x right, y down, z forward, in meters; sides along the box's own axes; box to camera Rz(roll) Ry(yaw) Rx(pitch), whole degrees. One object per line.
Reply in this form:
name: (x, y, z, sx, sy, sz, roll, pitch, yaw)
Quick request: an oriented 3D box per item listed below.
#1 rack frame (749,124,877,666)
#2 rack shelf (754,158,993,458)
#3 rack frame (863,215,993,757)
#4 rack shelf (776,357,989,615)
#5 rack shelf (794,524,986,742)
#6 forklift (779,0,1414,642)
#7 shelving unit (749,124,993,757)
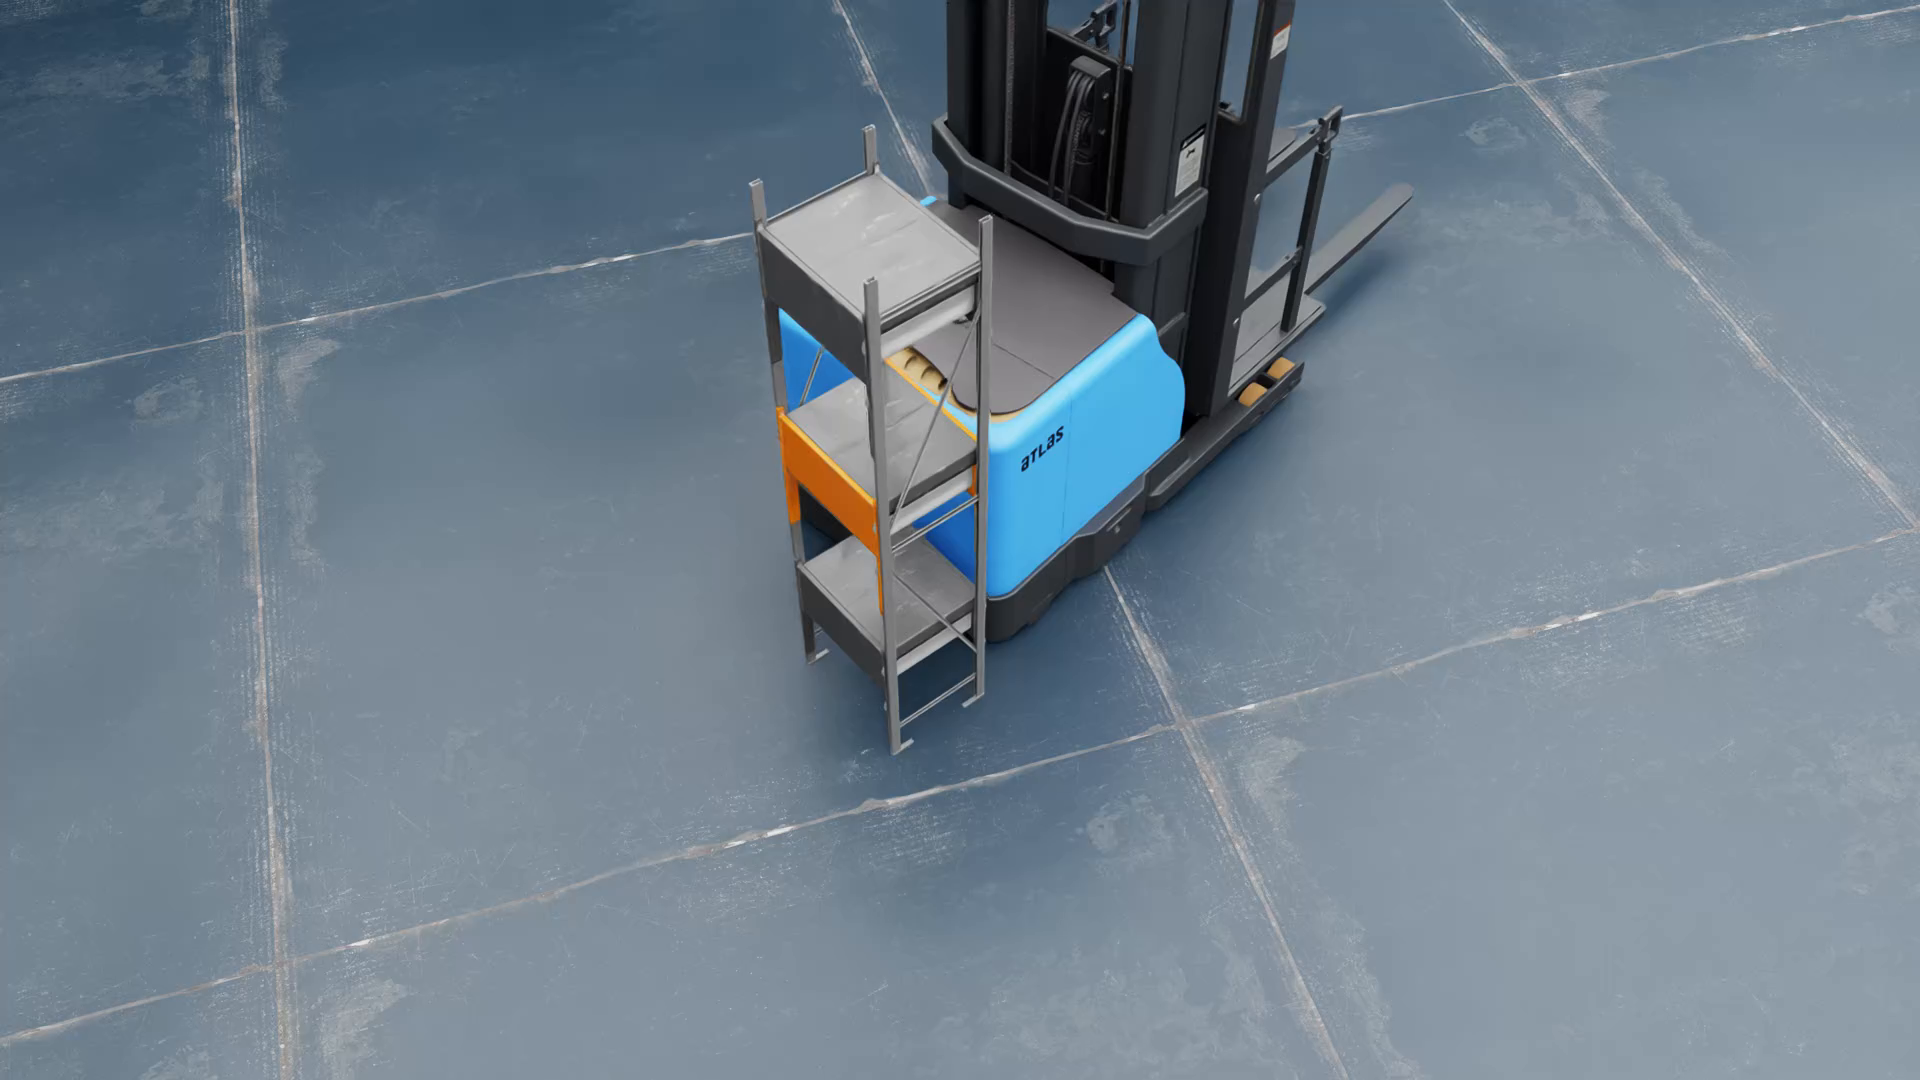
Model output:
rack frame: (-0.385, -0.332, 5.157, 0.400, 2.100, 0.015, -32, 57, -24)
rack shelf: (-0.230, -0.630, 4.510, 0.431, 0.518, 0.480, -32, 57, -24)
rack frame: (-0.076, -0.043, 4.913, 0.400, 2.100, 0.015, -32, 57, -24)
rack shelf: (-0.230, -0.179, 5.045, 0.431, 0.518, 0.480, -32, 57, -24)
rack shelf: (-0.230, 0.272, 5.581, 0.431, 0.518, 0.480, -32, 57, -24)
forklift: (0.731, -1.638, 5.714, 1.130, 2.935, 3.031, 34, 58, 25)
shelving unit: (-0.230, -0.188, 5.035, 0.431, 2.100, 0.503, -32, 57, -24)
